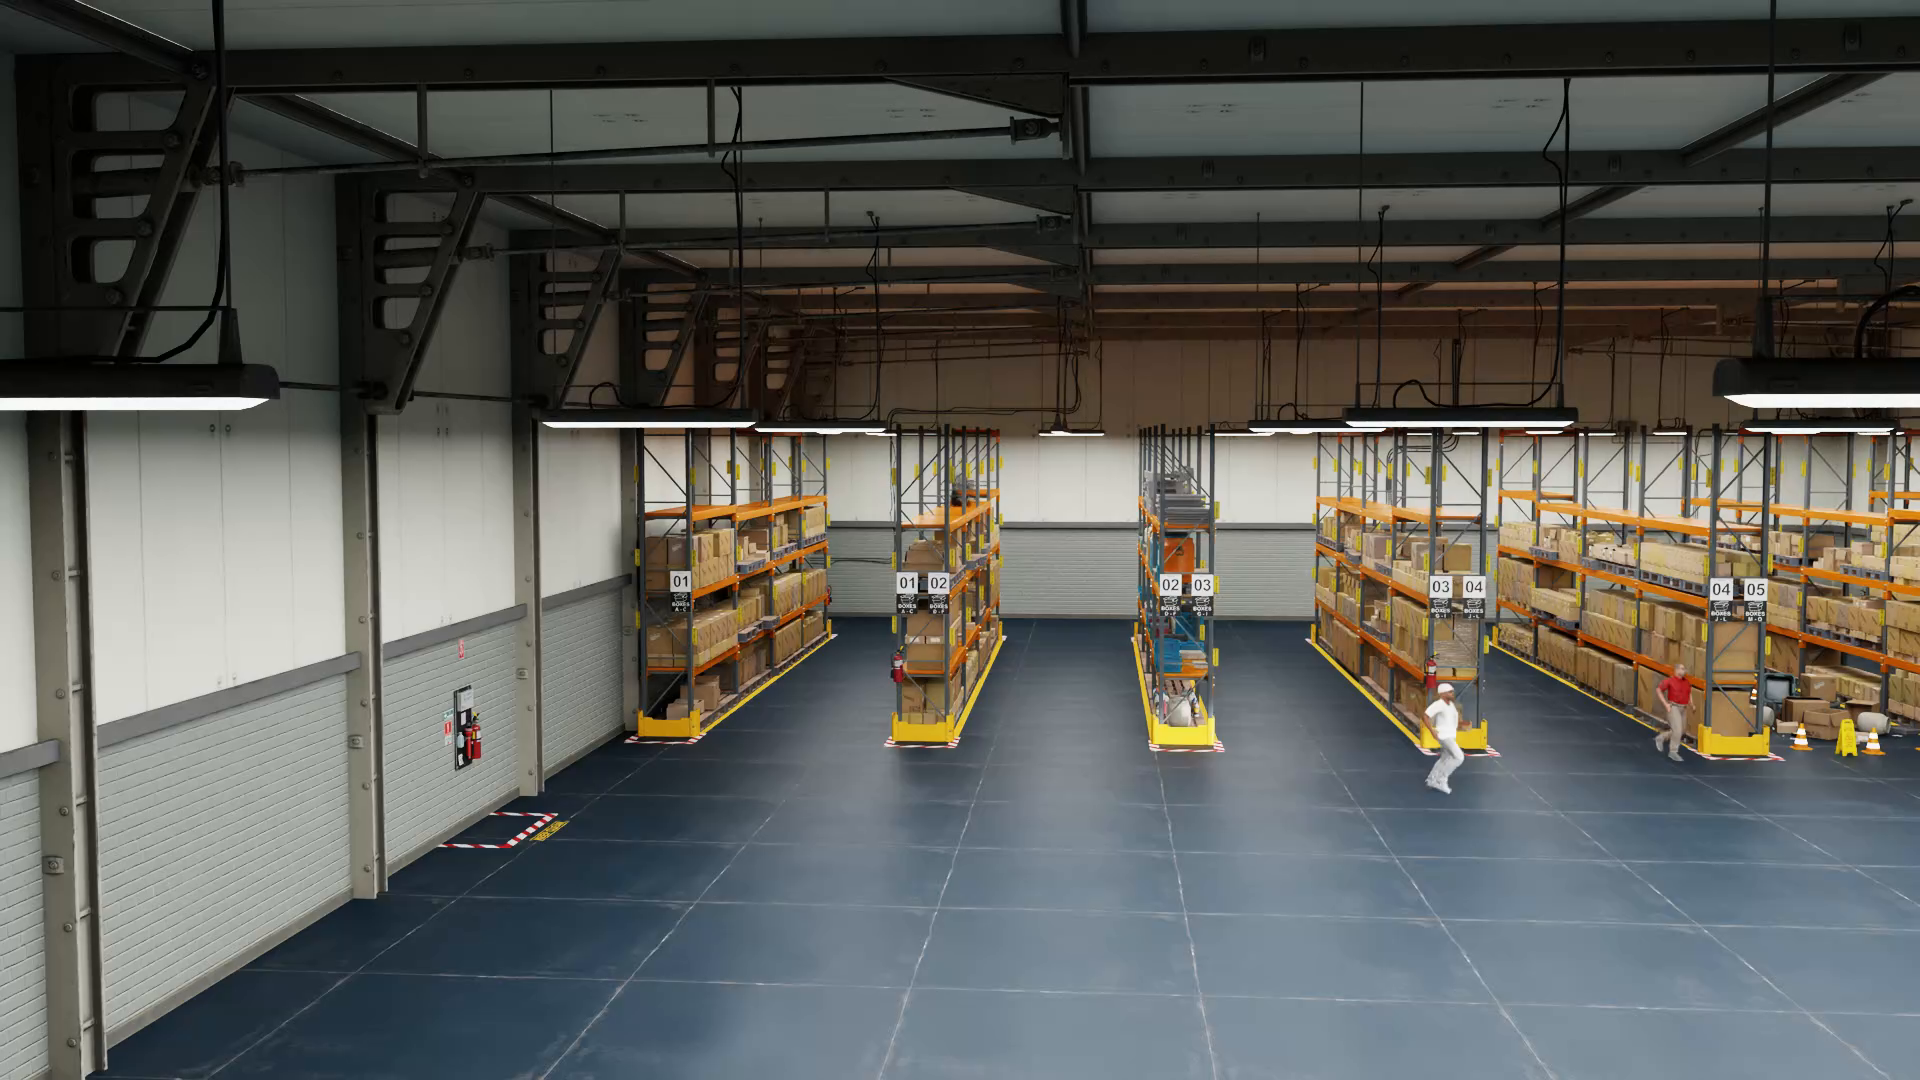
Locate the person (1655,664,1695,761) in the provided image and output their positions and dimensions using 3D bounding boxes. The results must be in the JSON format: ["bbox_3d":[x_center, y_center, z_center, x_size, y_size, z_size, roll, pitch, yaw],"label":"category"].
[{"bbox_3d":[12.860,3.071,29.921,0.708,1.700,0.714,-2,4,-25],"label":"person"}]

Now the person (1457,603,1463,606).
[{"bbox_3d":[14.061,2.053,47.068,0.834,1.542,0.673,-3,5,-40],"label":"person"}]

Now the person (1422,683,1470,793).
[{"bbox_3d":[7.891,3.204,26.910,0.697,1.763,0.676,2,4,34],"label":"person"}]
